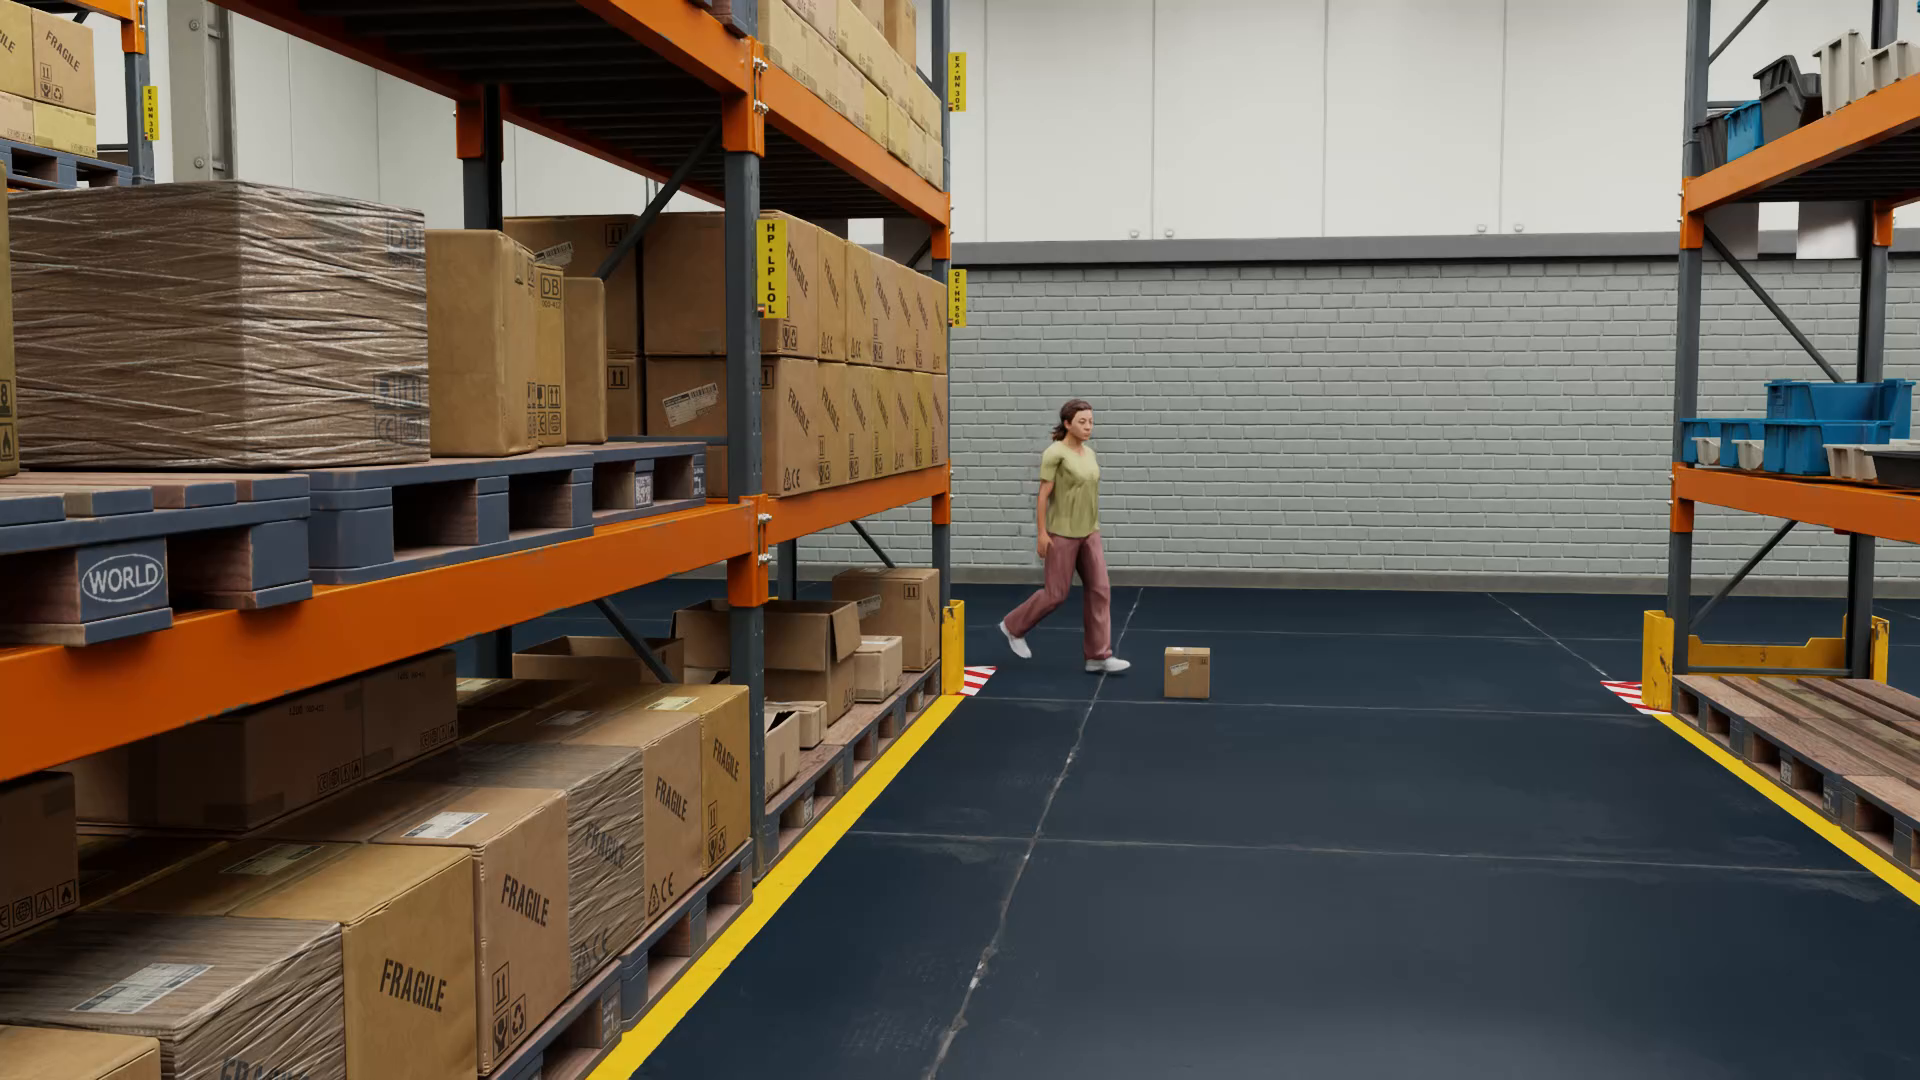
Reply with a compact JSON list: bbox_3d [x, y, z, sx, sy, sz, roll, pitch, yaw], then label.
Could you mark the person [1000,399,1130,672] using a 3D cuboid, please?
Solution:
[{"bbox_3d":[0.647,-0.033,10.184,0.498,1.659,0.823,-4,6,-42],"label":"person"}]
